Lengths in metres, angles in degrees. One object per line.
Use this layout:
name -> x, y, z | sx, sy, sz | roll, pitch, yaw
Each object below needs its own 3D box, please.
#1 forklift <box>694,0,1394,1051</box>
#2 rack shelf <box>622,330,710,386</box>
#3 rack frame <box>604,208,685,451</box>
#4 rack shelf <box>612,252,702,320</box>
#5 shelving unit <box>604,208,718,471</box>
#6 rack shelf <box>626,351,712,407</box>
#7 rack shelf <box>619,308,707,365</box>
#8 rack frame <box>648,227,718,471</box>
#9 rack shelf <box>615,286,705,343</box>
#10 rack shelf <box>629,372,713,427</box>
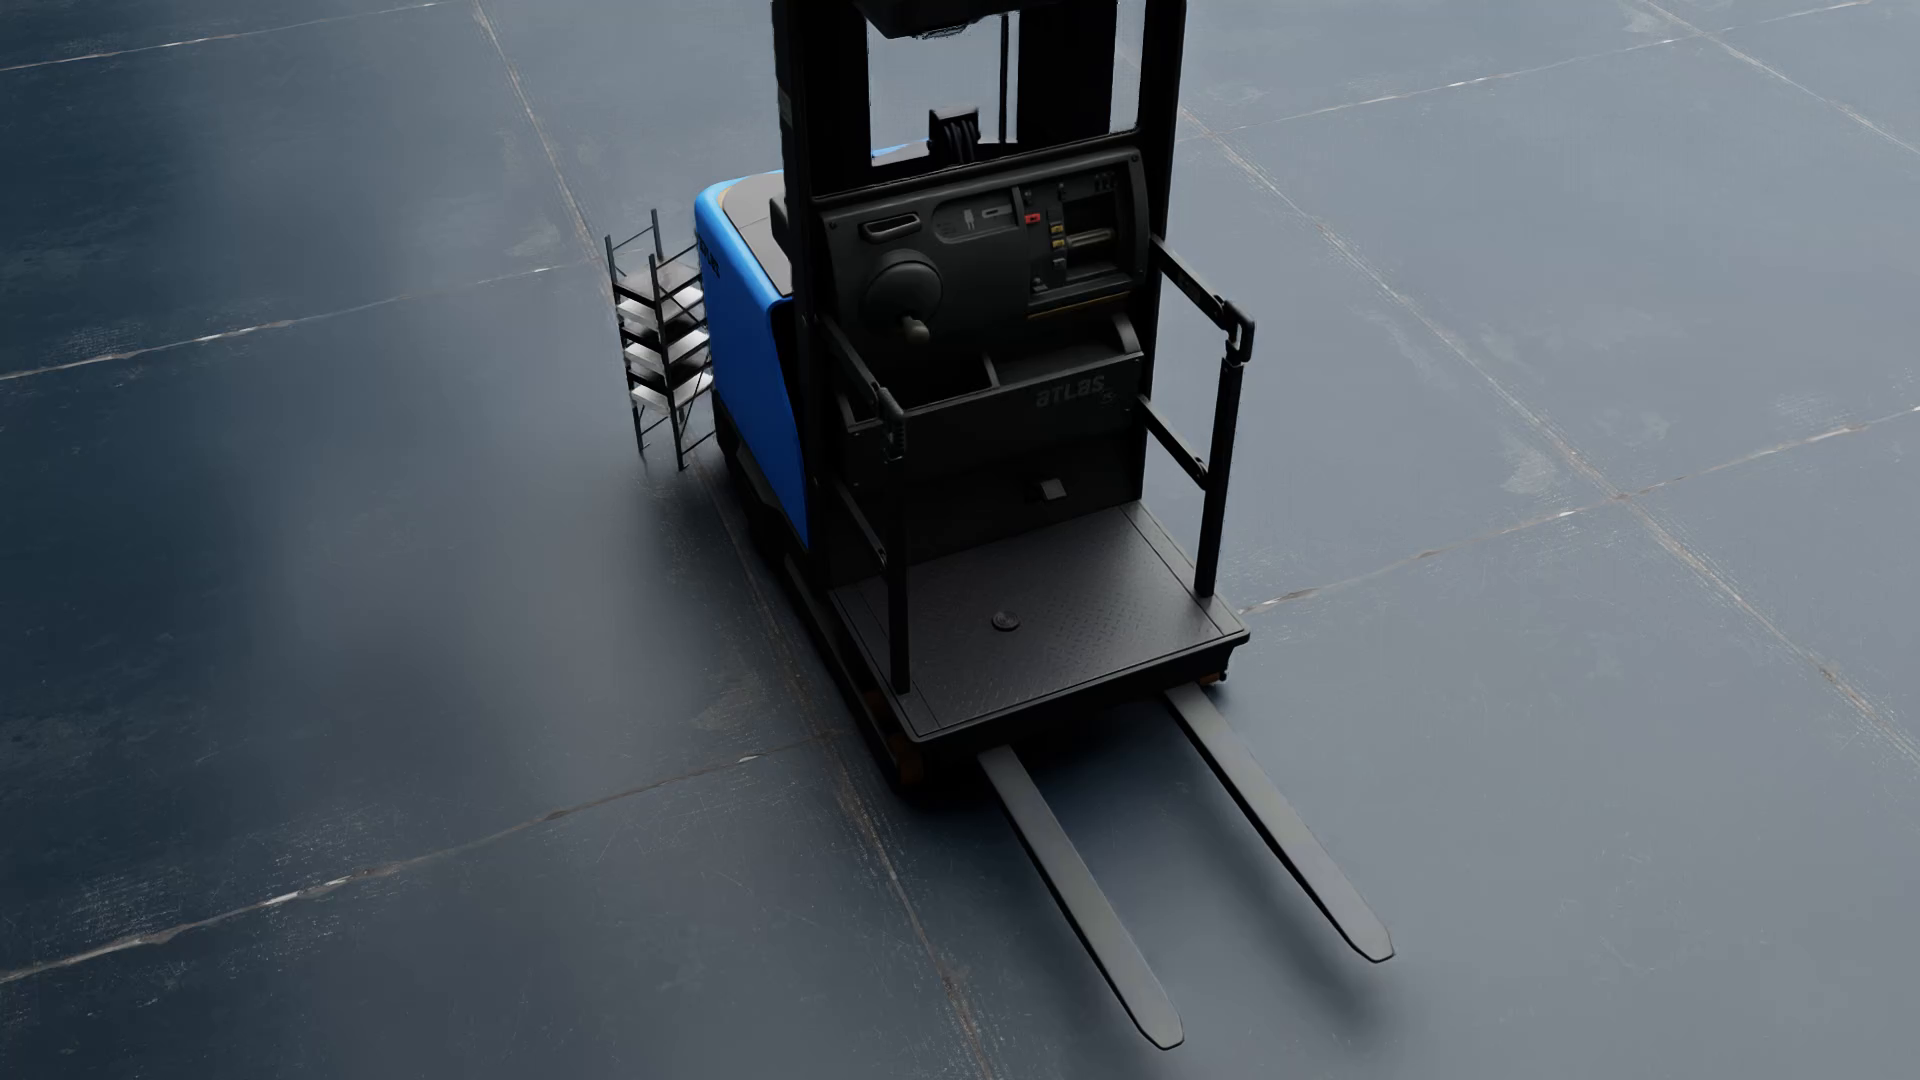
forklift -> 0.174, -0.709, 4.326 | 1.130, 2.935, 3.031 | -16, 43, -18
rack shelf -> -1.030, -0.668, 5.888 | 0.200, 0.077, 0.258 | 25, 47, 27
rack frame -> -1.112, -0.733, 5.912 | 0.006, 0.900, 0.240 | 25, 47, 27
rack shelf -> -1.031, -0.873, 5.712 | 0.200, 0.077, 0.258 | 25, 47, 27
shelving unit -> -1.030, -0.694, 5.866 | 0.210, 0.900, 0.258 | 25, 47, 27
rack shelf -> -1.030, -0.600, 5.947 | 0.200, 0.077, 0.258 | 25, 47, 27
rack shelf -> -1.030, -0.737, 5.829 | 0.200, 0.077, 0.258 | 25, 47, 27
rack frame -> -0.948, -0.655, 5.821 | 0.006, 0.900, 0.240 | 25, 47, 27
rack shelf -> -1.031, -0.805, 5.771 | 0.200, 0.077, 0.258 | 25, 47, 27
rack shelf -> -1.030, -0.532, 6.005 | 0.200, 0.077, 0.258 | 25, 47, 27
